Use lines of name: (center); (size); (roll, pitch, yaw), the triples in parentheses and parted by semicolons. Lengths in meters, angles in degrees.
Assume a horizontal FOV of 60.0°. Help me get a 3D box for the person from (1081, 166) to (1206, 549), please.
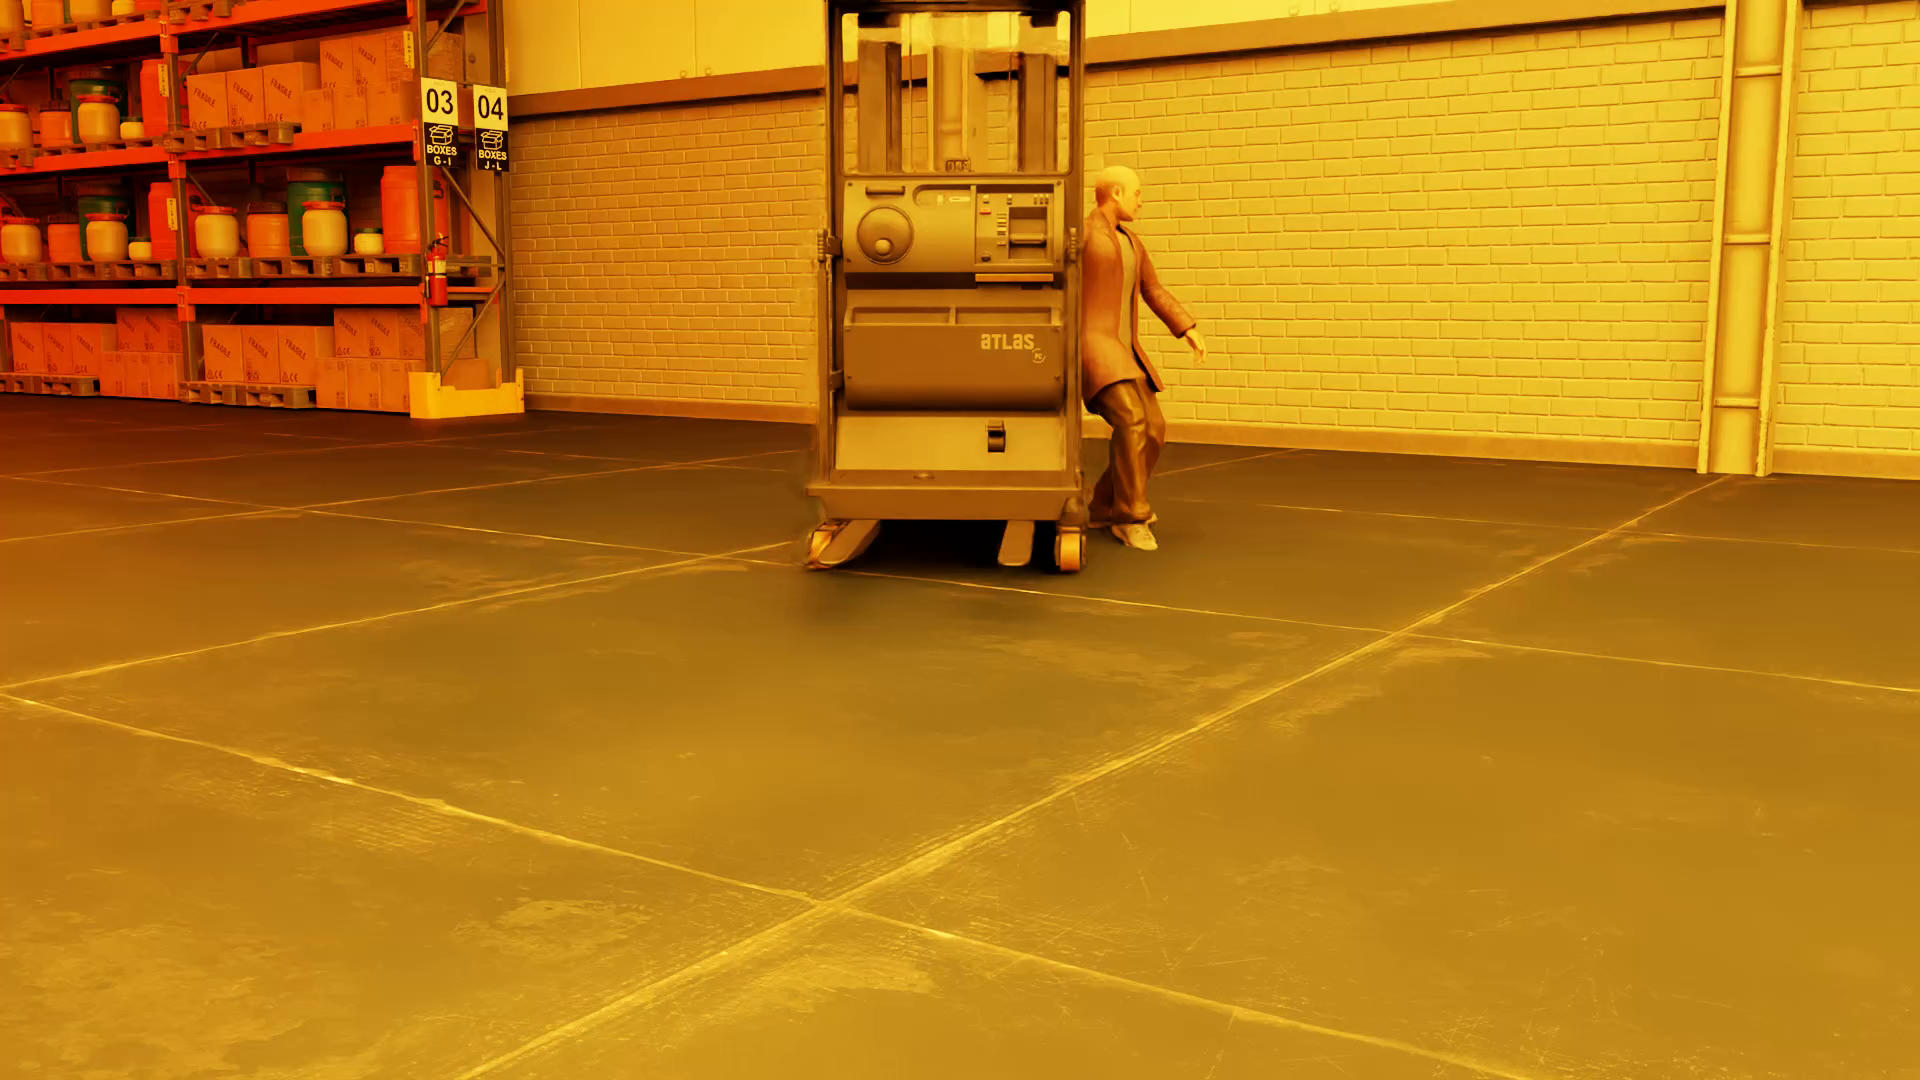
person: (0.791, -0.831, 7.627); (0.669, 1.756, 0.912); (6, 10, 37)

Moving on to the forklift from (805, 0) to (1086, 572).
forklift: (-0.037, -1.365, 6.794); (1.130, 2.935, 3.031); (0, 8, 3)
